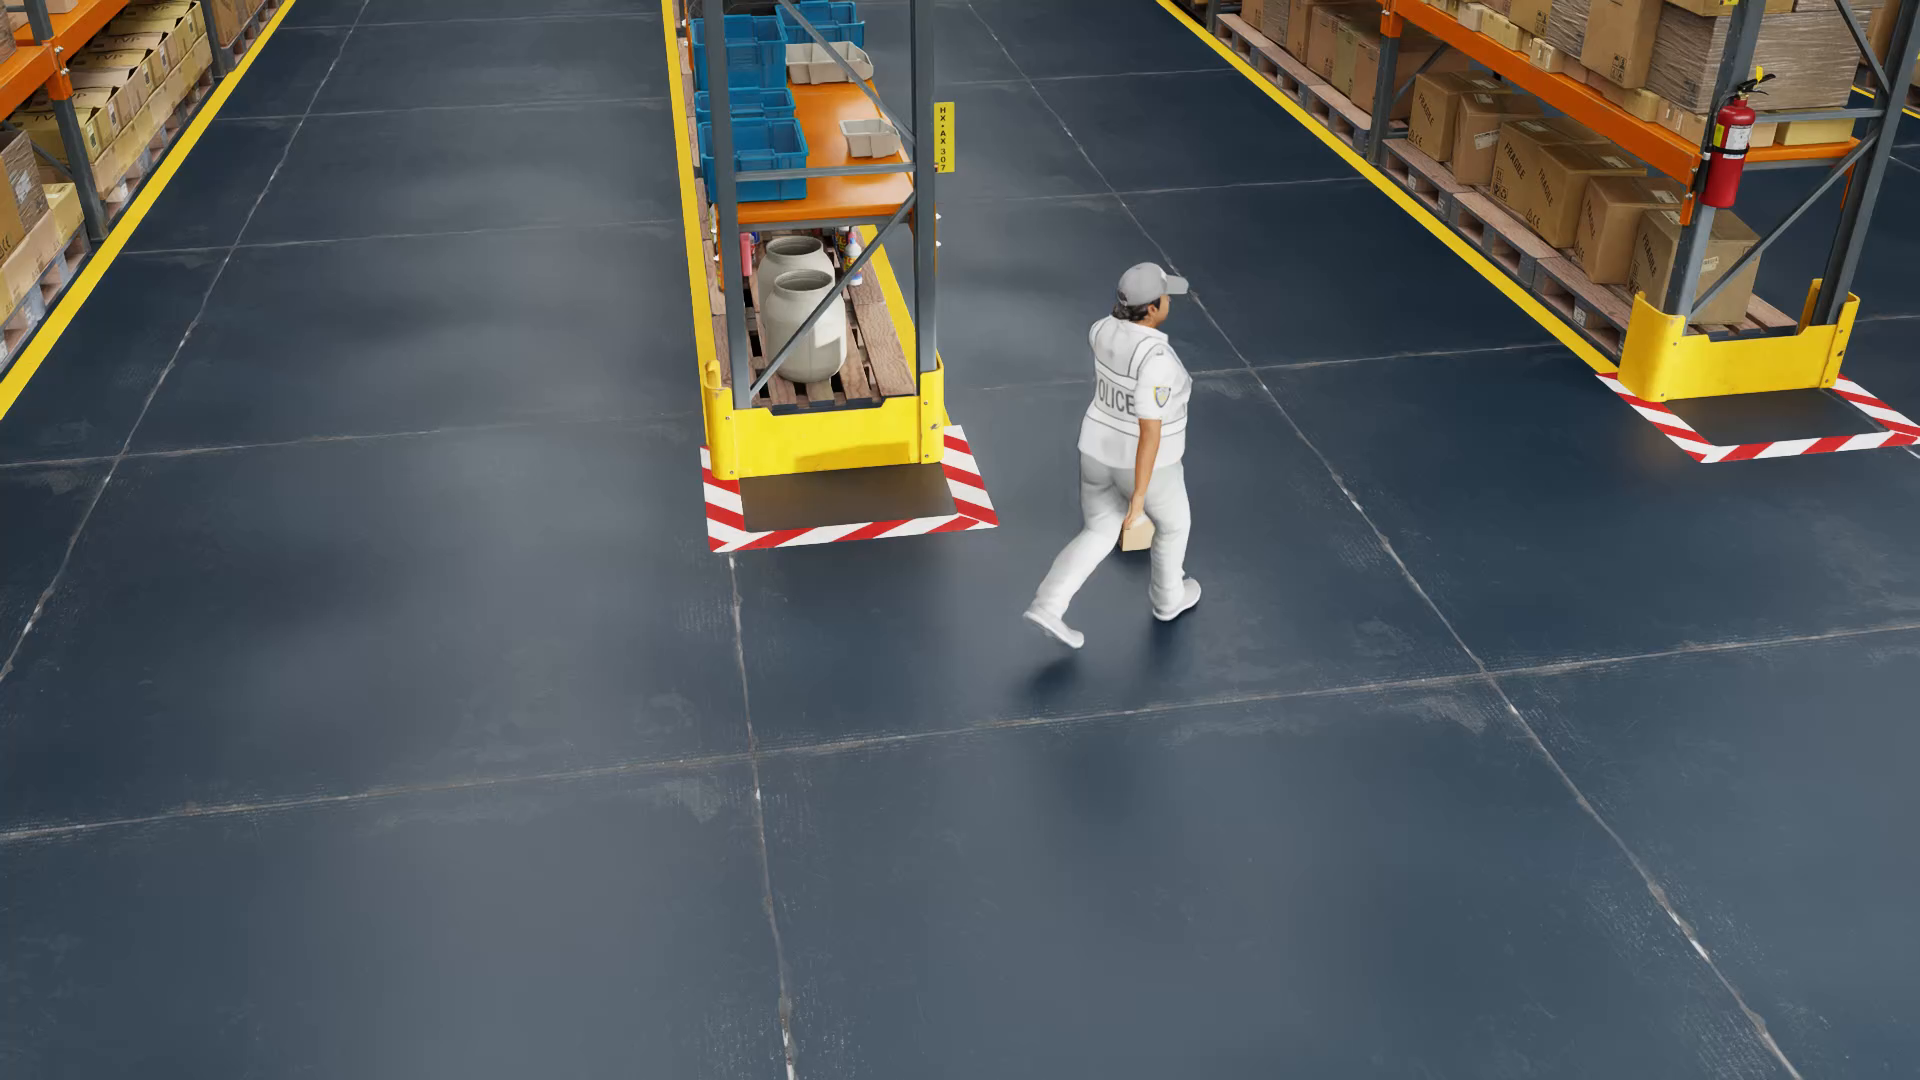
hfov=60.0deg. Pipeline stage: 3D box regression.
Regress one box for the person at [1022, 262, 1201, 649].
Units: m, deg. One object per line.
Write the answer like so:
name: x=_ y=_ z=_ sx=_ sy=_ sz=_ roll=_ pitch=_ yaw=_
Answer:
person: x=0.675 y=-0.325 z=6.682 sx=0.922 sy=1.620 sz=0.485 roll=-23 pitch=38 yaw=-34
